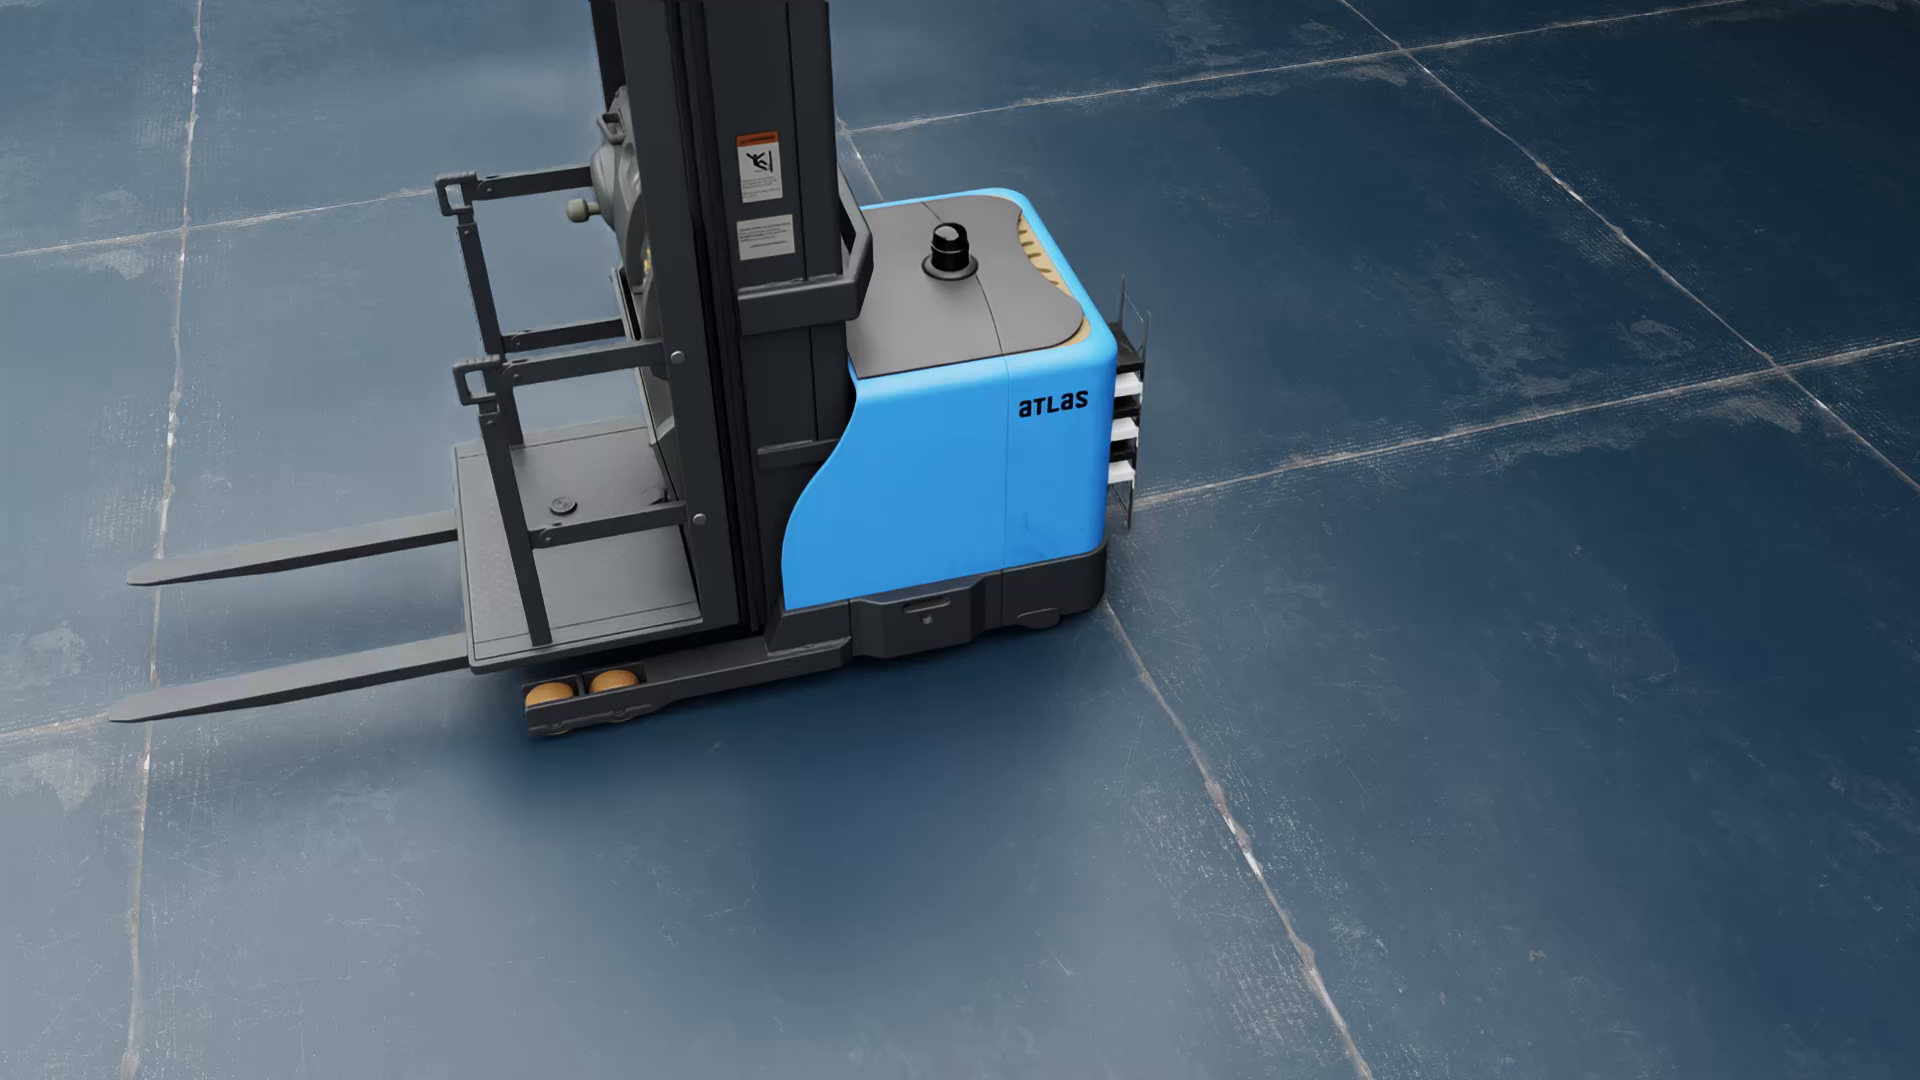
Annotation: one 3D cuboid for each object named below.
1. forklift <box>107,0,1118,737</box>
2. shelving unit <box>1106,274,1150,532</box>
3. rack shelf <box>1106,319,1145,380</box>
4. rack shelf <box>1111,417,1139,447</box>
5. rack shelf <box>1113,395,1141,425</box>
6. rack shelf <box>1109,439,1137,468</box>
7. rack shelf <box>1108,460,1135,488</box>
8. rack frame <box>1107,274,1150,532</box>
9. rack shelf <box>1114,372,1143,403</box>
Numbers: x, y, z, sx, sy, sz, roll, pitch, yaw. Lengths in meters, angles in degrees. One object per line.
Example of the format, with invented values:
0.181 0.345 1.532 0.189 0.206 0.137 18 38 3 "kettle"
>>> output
-1.103 -0.897 4.549 3.031 2.935 1.130 -11 42 -12 "forklift"
0.460 -0.425 5.552 0.210 0.900 0.258 -11 42 -12 "shelving unit"
0.460 -0.603 5.397 0.200 0.077 0.258 -11 42 -12 "rack shelf"
0.460 -0.400 5.574 0.200 0.077 0.258 -11 42 -12 "rack shelf"
0.460 -0.467 5.515 0.200 0.077 0.258 -11 42 -12 "rack shelf"
0.460 -0.332 5.633 0.200 0.077 0.258 -11 42 -12 "rack shelf"
0.460 -0.264 5.693 0.200 0.077 0.258 -11 42 -12 "rack shelf"
0.558 -0.443 5.573 0.006 0.900 0.240 -11 42 -12 "rack frame"
0.460 -0.535 5.456 0.200 0.077 0.258 -11 42 -12 "rack shelf"
